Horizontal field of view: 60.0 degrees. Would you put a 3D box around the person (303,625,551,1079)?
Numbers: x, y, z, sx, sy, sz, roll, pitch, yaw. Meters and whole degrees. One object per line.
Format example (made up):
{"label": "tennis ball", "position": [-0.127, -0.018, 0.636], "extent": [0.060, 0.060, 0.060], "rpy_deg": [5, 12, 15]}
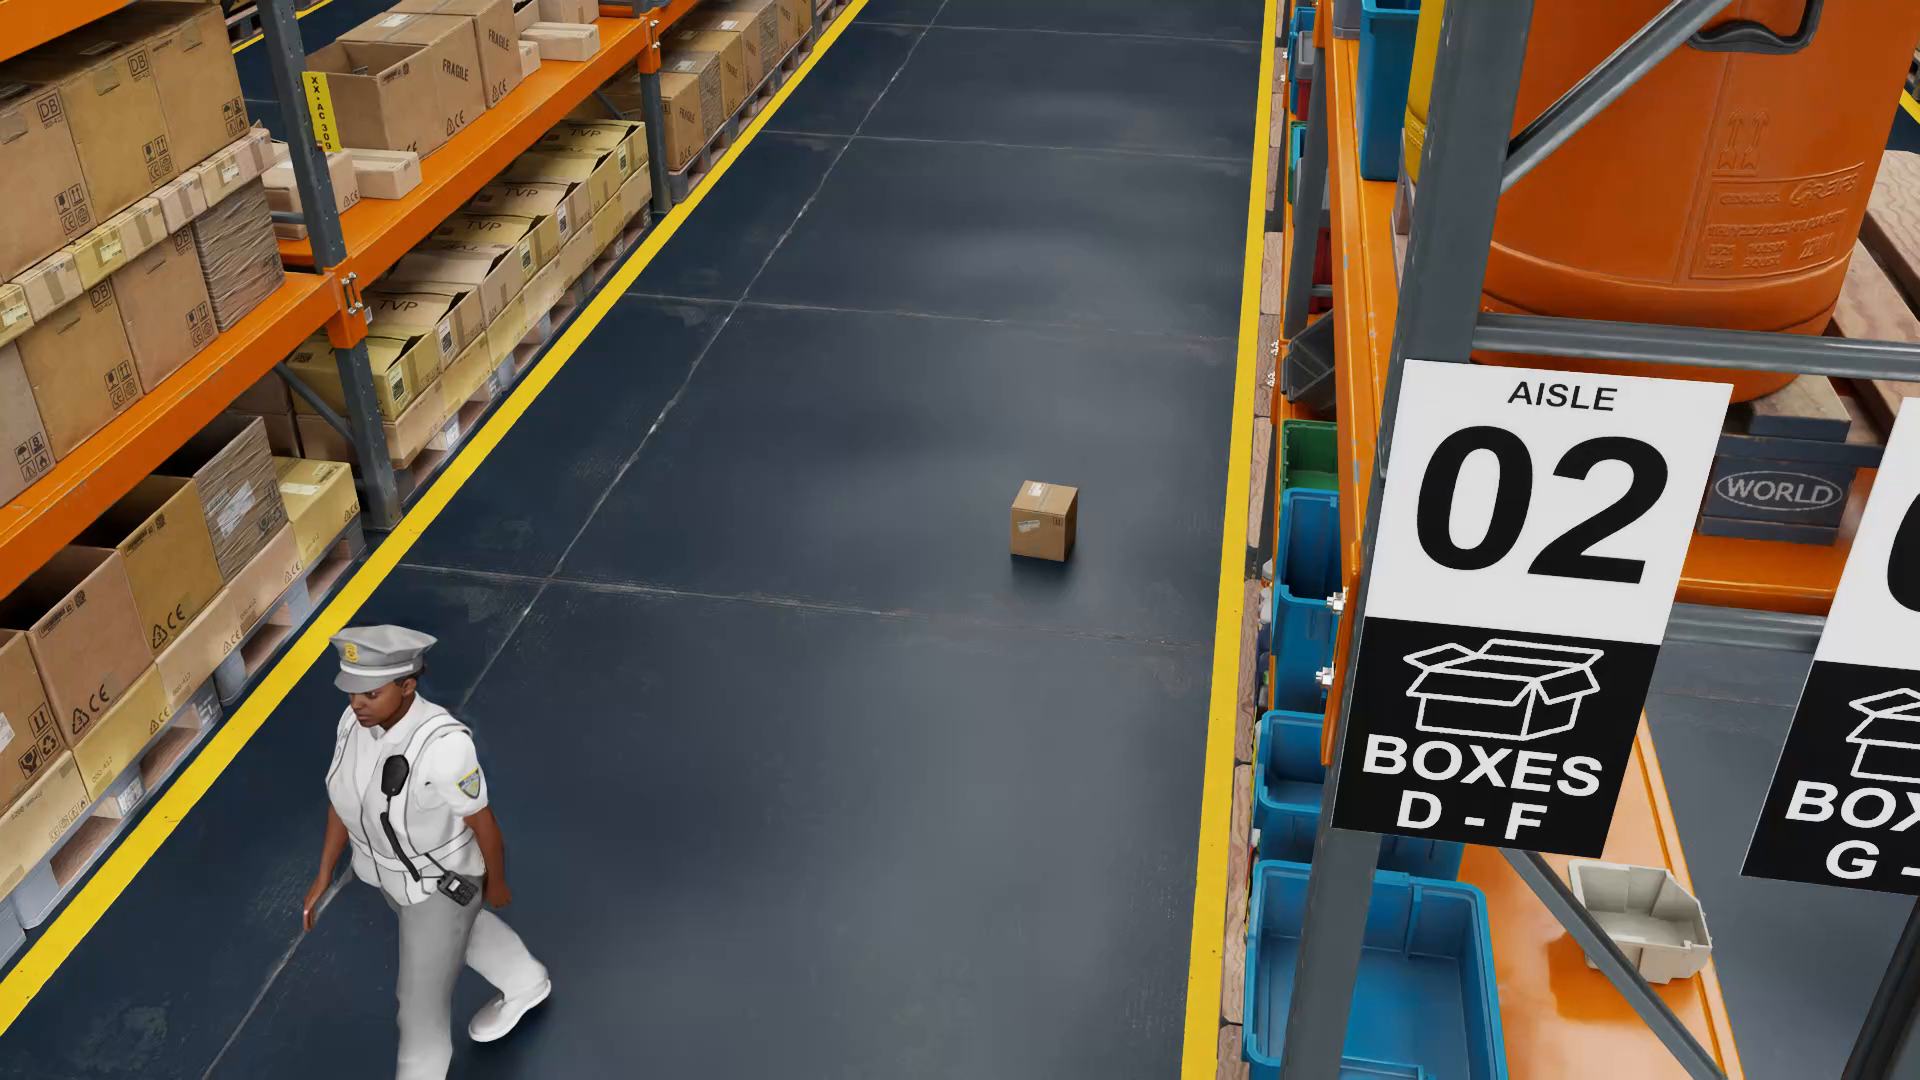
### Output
{"label": "person", "position": [-1.569, 0.958, 4.589], "extent": [0.454, 1.647, 0.918], "rpy_deg": [21, 38, 30]}
